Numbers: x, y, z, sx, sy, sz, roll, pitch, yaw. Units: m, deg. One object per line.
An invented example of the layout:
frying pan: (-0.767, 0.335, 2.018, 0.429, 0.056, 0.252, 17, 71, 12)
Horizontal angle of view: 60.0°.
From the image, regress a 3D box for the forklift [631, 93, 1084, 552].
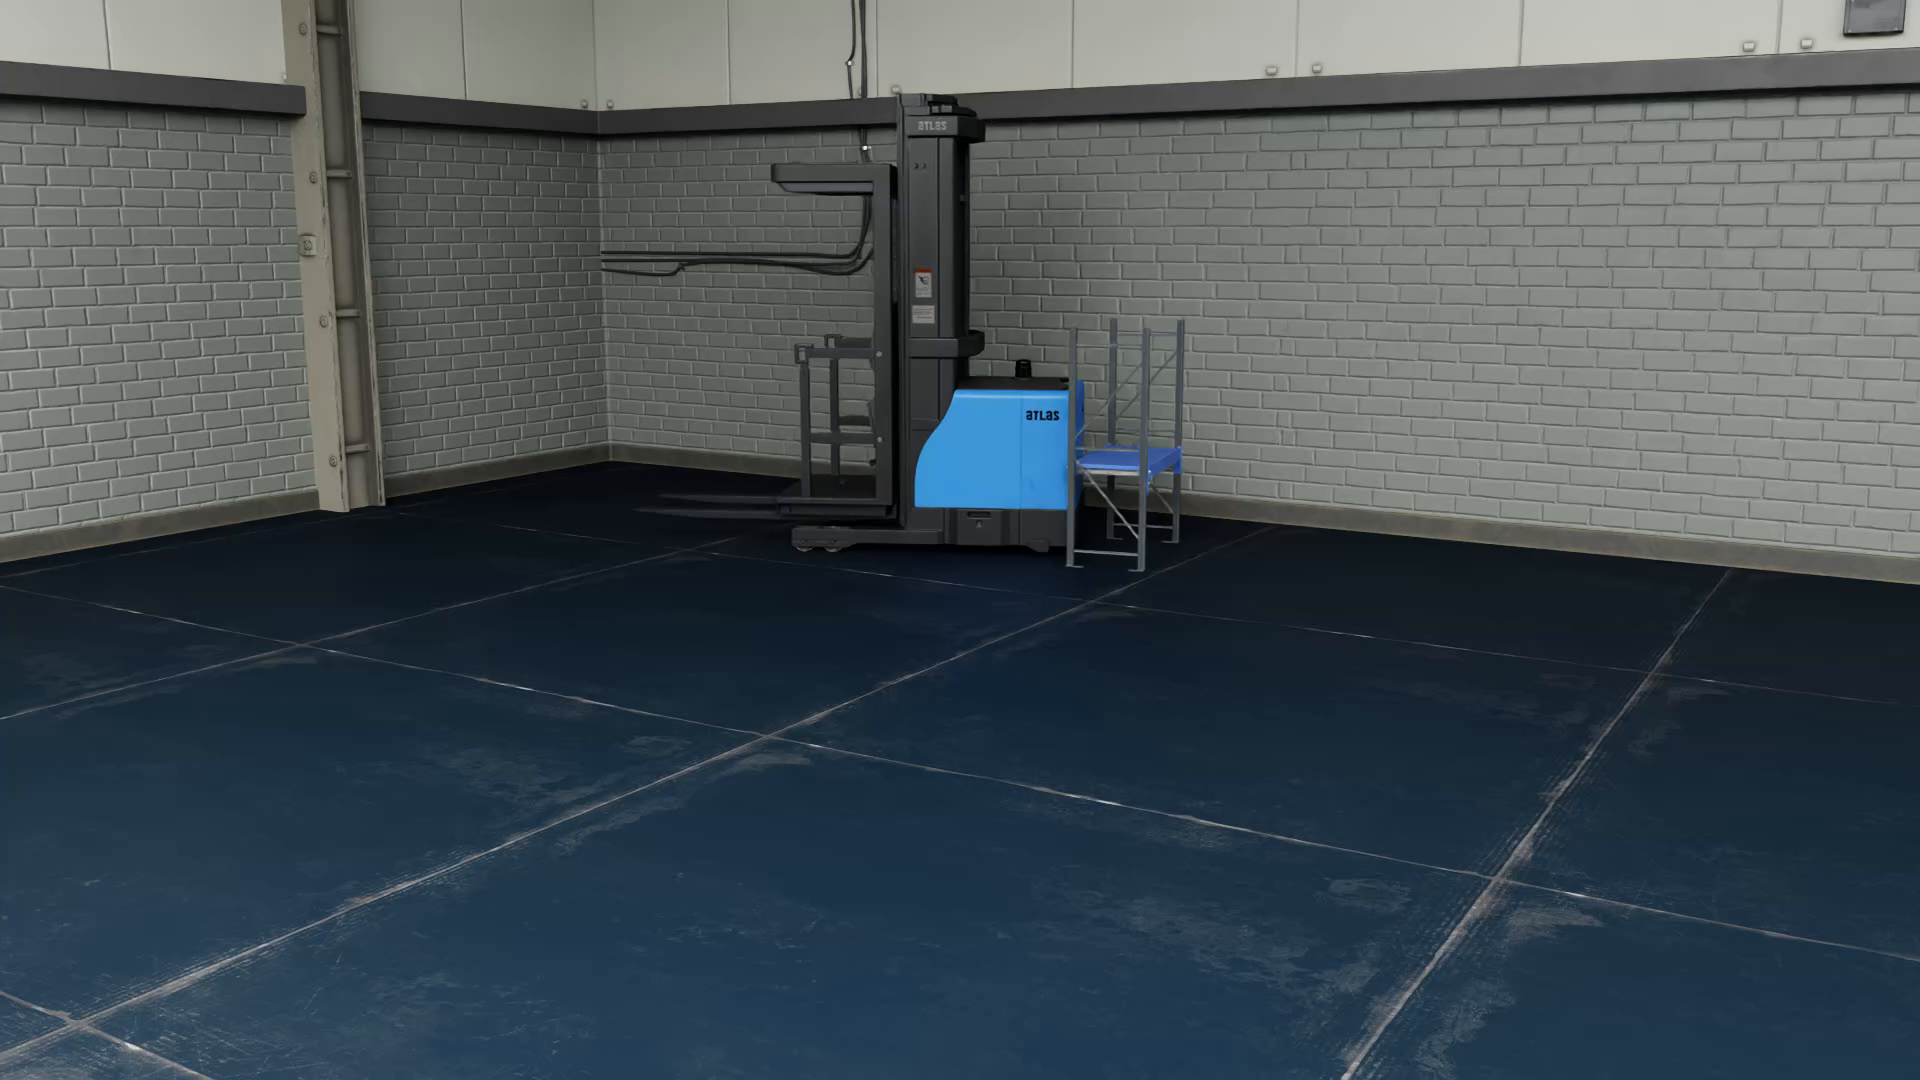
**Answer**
forklift: (-0.685, -1.454, 11.172, 3.031, 2.935, 1.130, 1, 11, 7)

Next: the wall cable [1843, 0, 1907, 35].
wall cable: (6.115, -5.775, 8.518, 2.305, 6.003, 0.169, 6, 12, 31)

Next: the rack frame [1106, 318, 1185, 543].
rack frame: (1.246, -0.732, 11.203, 0.500, 1.500, 0.032, 4, 11, 19)

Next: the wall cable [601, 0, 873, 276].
wall cable: (-1.991, -3.486, 13.974, 3.097, 2.526, 0.112, 6, 12, 31)

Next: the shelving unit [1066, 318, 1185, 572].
shelving unit: (1.079, -0.644, 10.731, 0.538, 1.500, 1.048, 4, 11, 19)

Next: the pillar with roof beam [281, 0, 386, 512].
pillar with roof beam: (-0.971, -4.264, 9.692, 9.100, 9.000, 0.400, 6, 12, 31)

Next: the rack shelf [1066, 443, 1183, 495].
rack shelf: (1.079, -0.467, 10.765, 0.538, 0.185, 1.000, 4, 11, 19)

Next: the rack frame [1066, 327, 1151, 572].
rack frame: (0.911, -0.555, 10.260, 0.500, 1.500, 0.032, 4, 11, 19)
